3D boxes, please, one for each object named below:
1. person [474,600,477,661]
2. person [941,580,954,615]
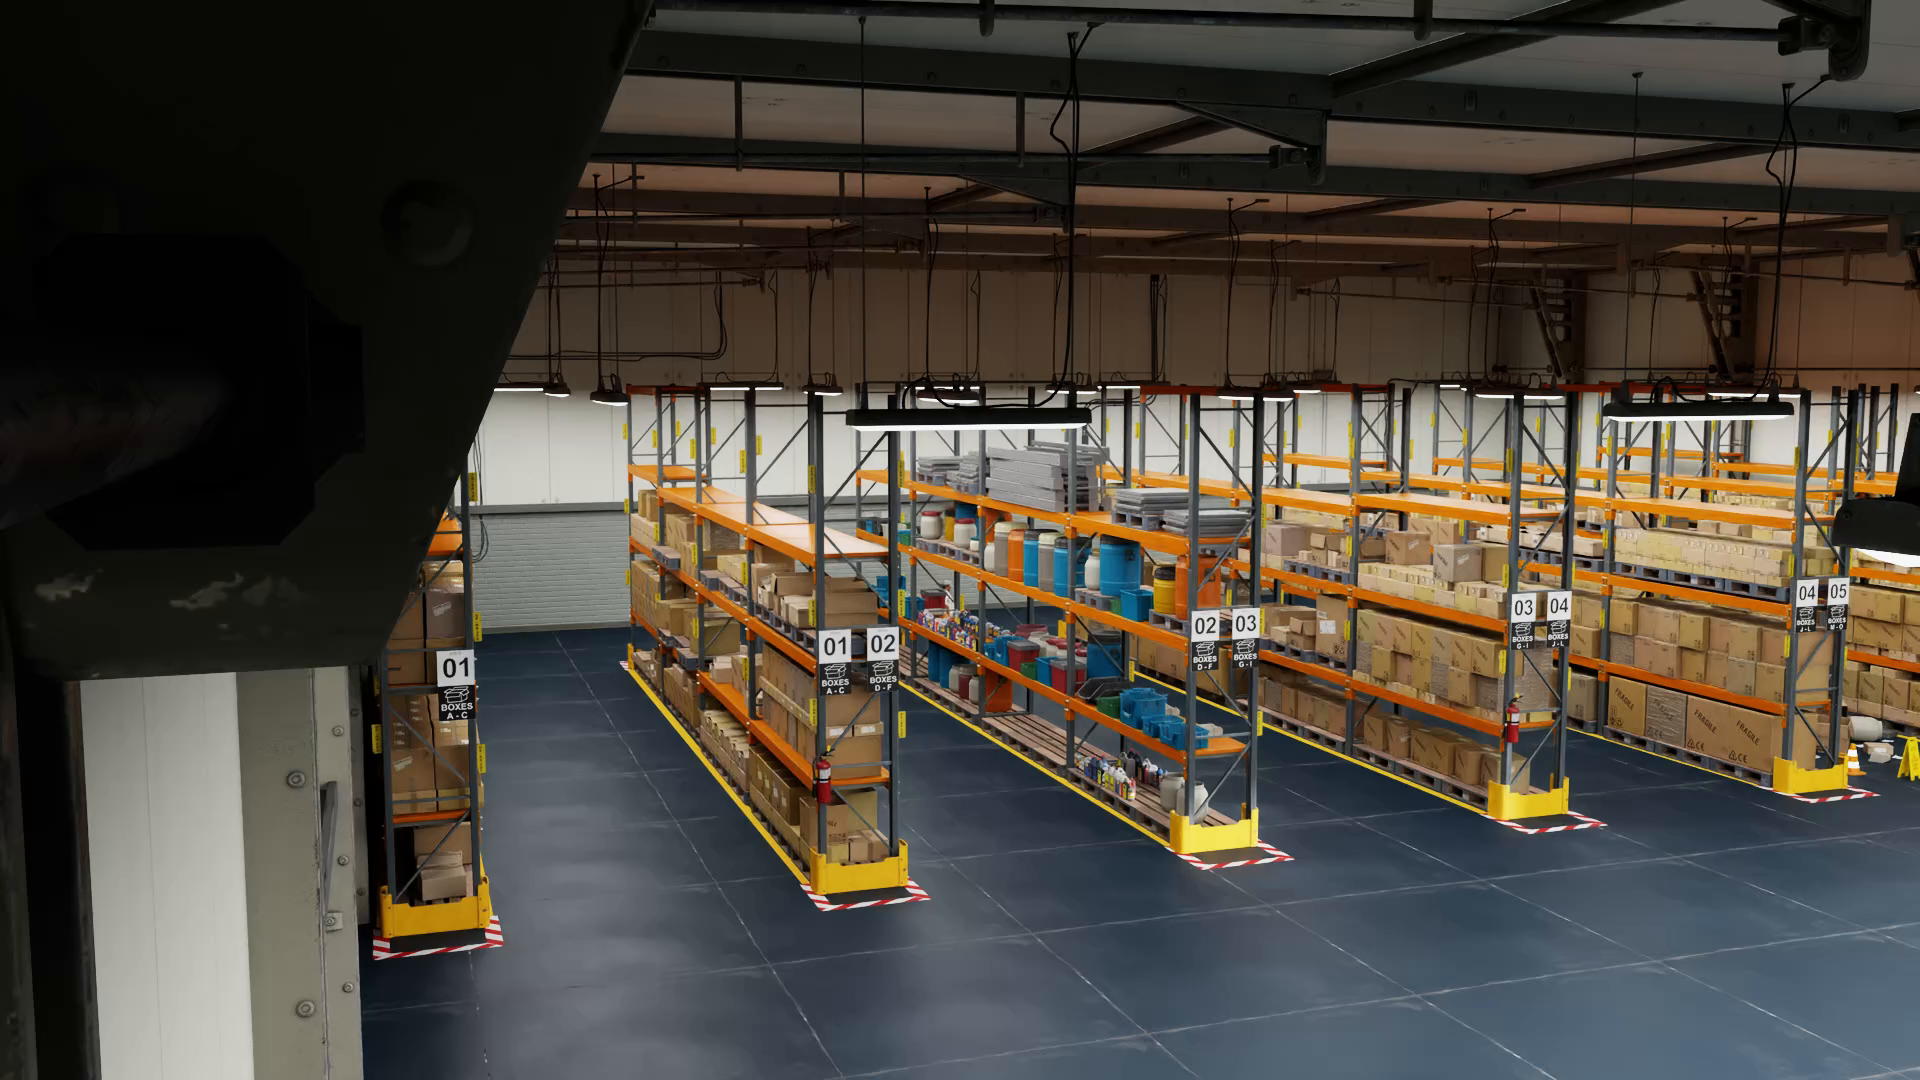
[{"bbox_3d":[-10.618,1.743,35.697,0.534,1.777,0.610,-2,6,-15],"label":"person"},{"bbox_3d":[-0.336,1.734,36.717,0.452,1.711,0.542,-3,7,-28],"label":"person"}]
